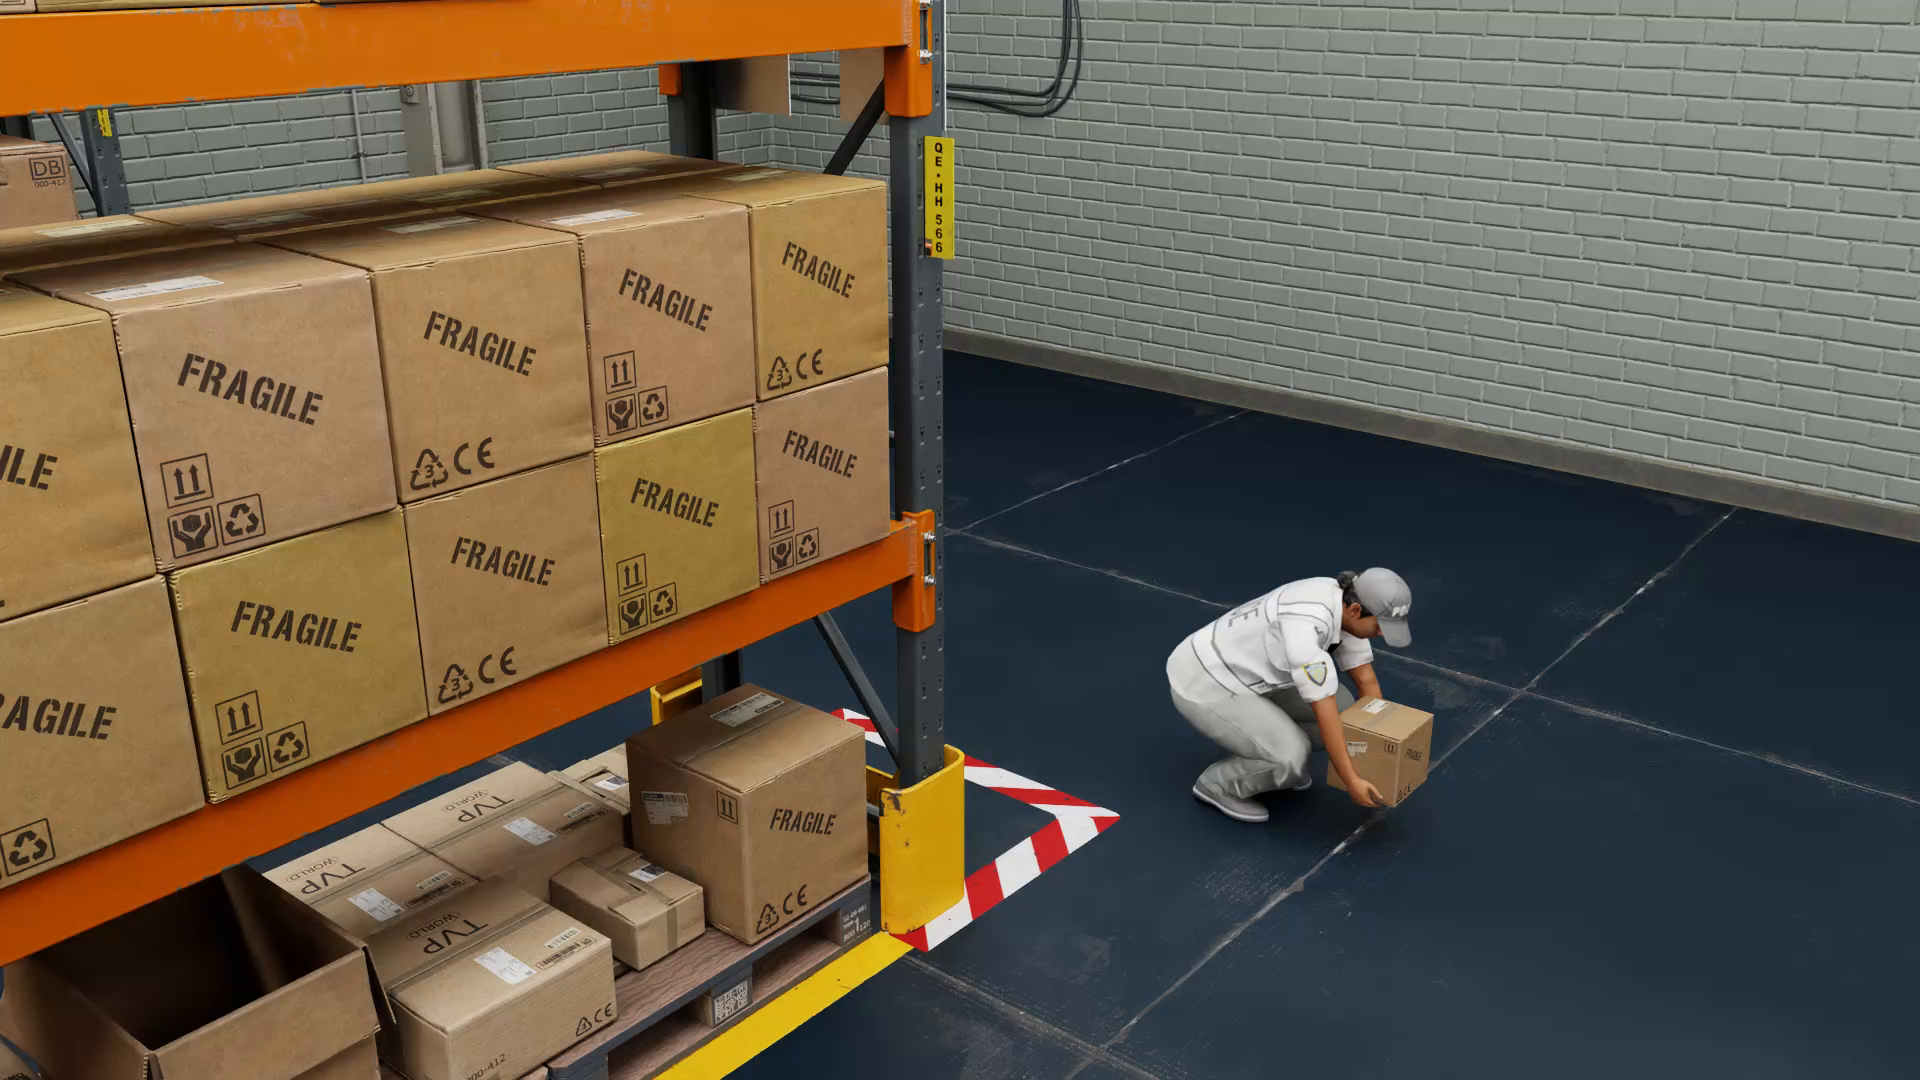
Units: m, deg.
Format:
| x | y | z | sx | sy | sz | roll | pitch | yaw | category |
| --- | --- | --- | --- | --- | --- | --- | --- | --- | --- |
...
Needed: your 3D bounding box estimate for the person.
| x | y | z | sx | sy | sz | roll | pitch | yaw | category |
| --- | --- | --- | --- | --- | --- | --- | --- | --- | --- |
| 1.153 | 0.501 | 5.771 | 0.865 | 0.953 | 0.515 | 15 | 25 | 35 | person |
